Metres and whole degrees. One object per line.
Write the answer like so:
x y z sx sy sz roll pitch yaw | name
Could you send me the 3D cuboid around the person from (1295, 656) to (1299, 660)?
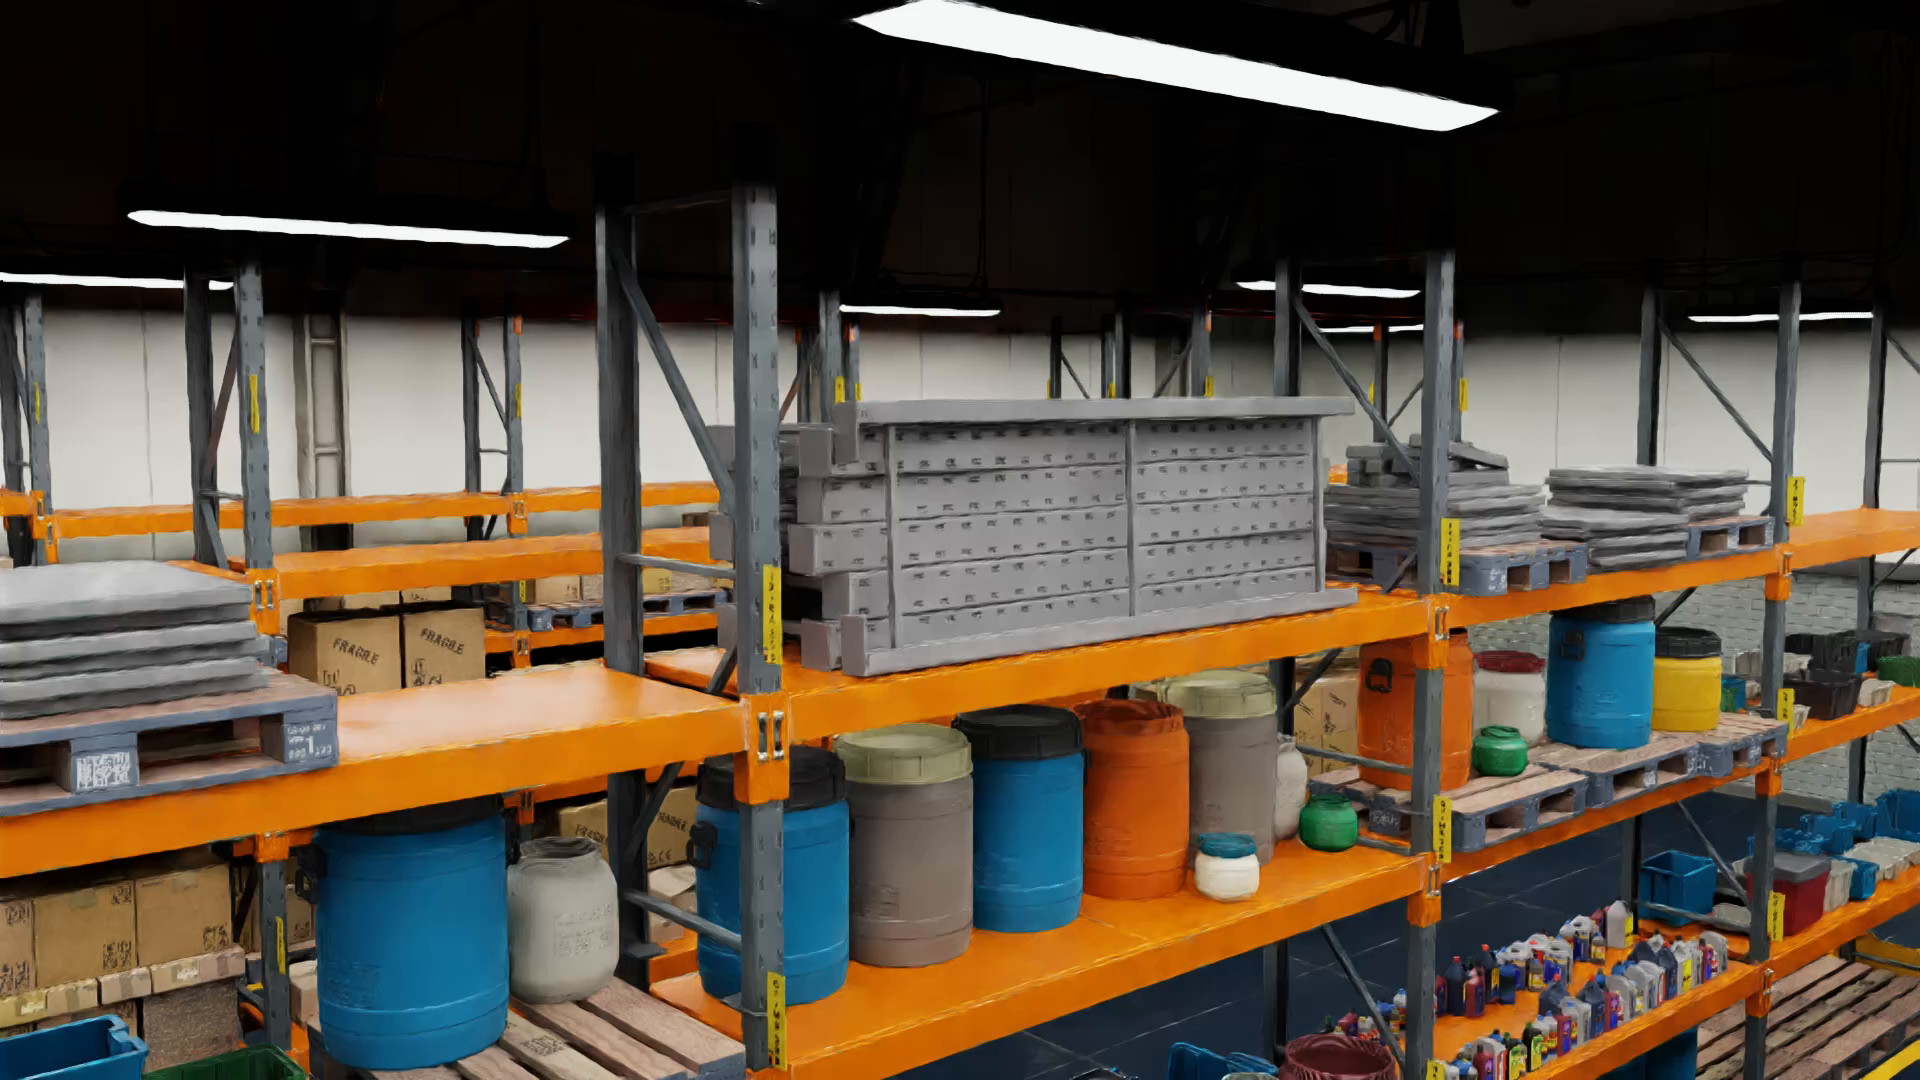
4.114 2.284 20.771 0.653 1.708 0.452 0 5 -5 | person
